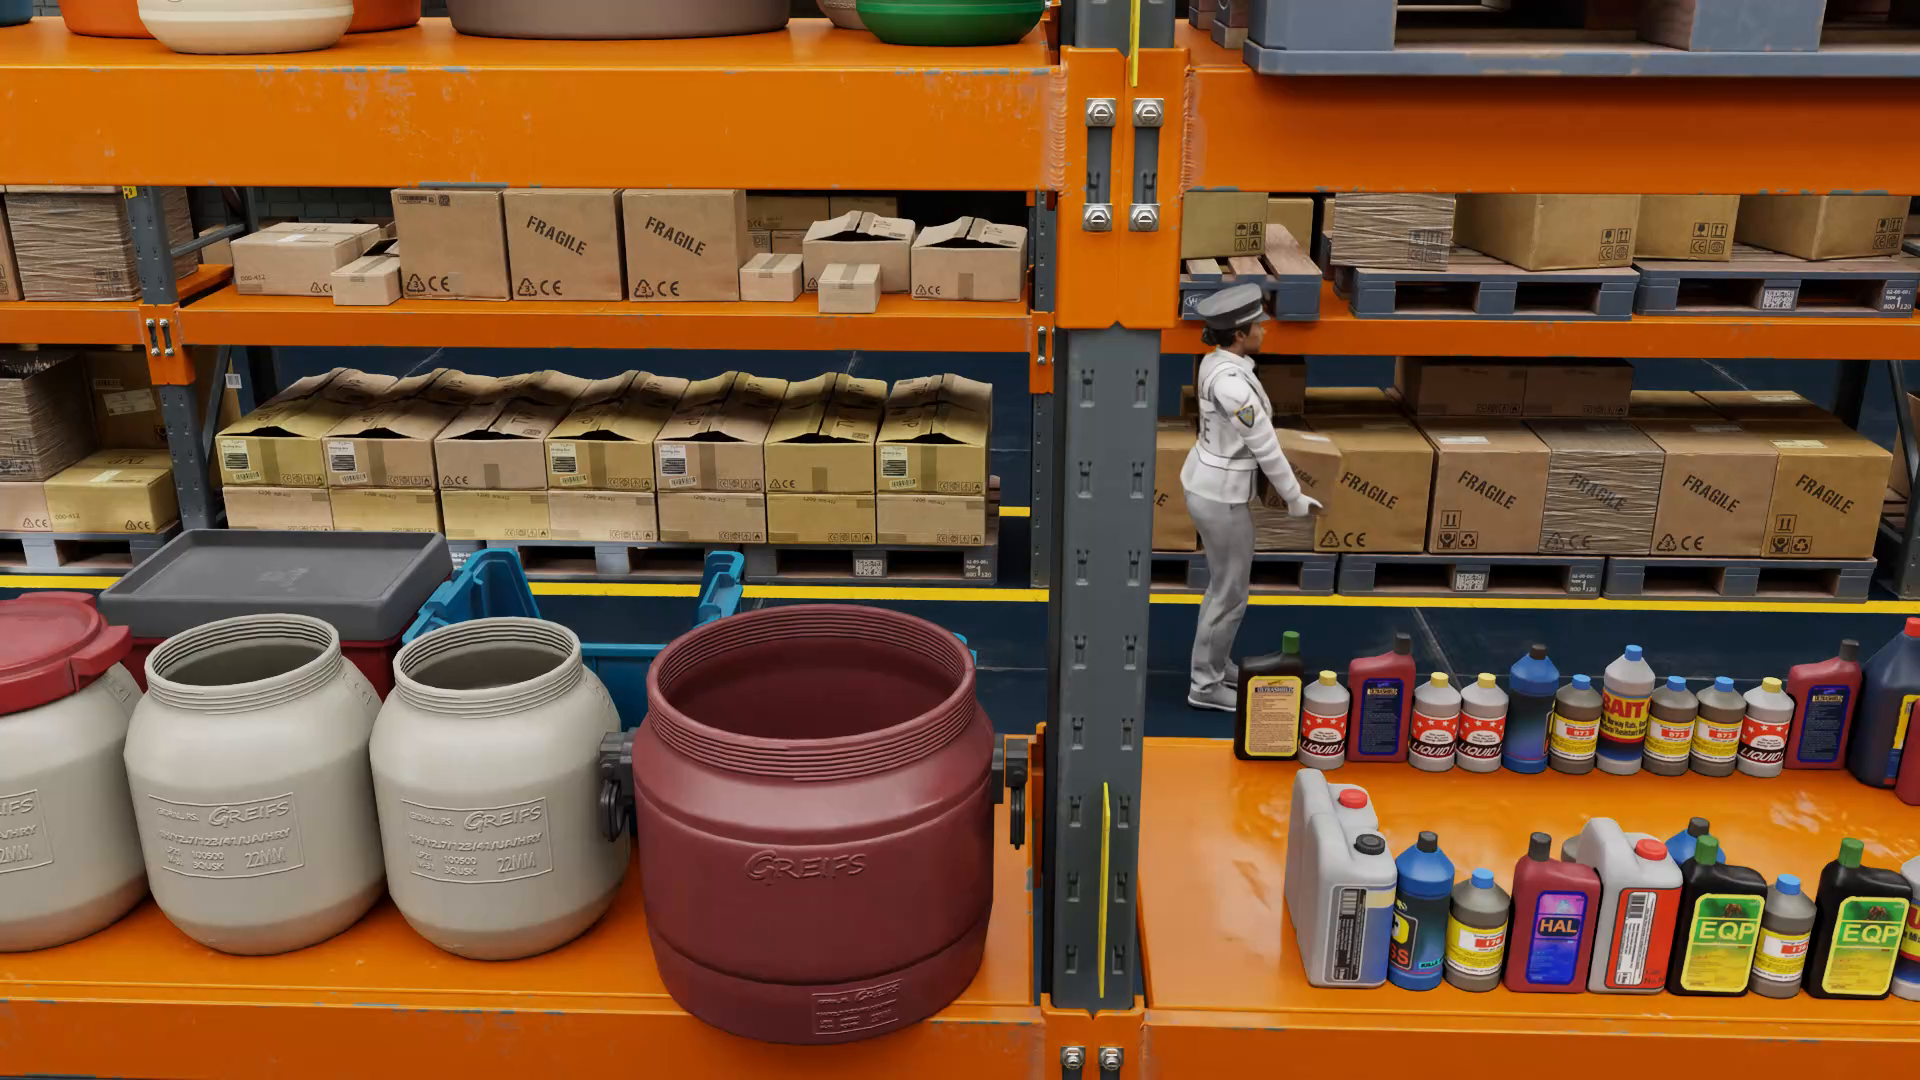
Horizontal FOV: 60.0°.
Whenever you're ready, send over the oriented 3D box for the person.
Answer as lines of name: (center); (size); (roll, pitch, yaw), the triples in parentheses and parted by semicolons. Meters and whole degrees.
person: (1.121, -0.164, 6.482); (0.522, 1.691, 0.416); (0, 21, 1)
